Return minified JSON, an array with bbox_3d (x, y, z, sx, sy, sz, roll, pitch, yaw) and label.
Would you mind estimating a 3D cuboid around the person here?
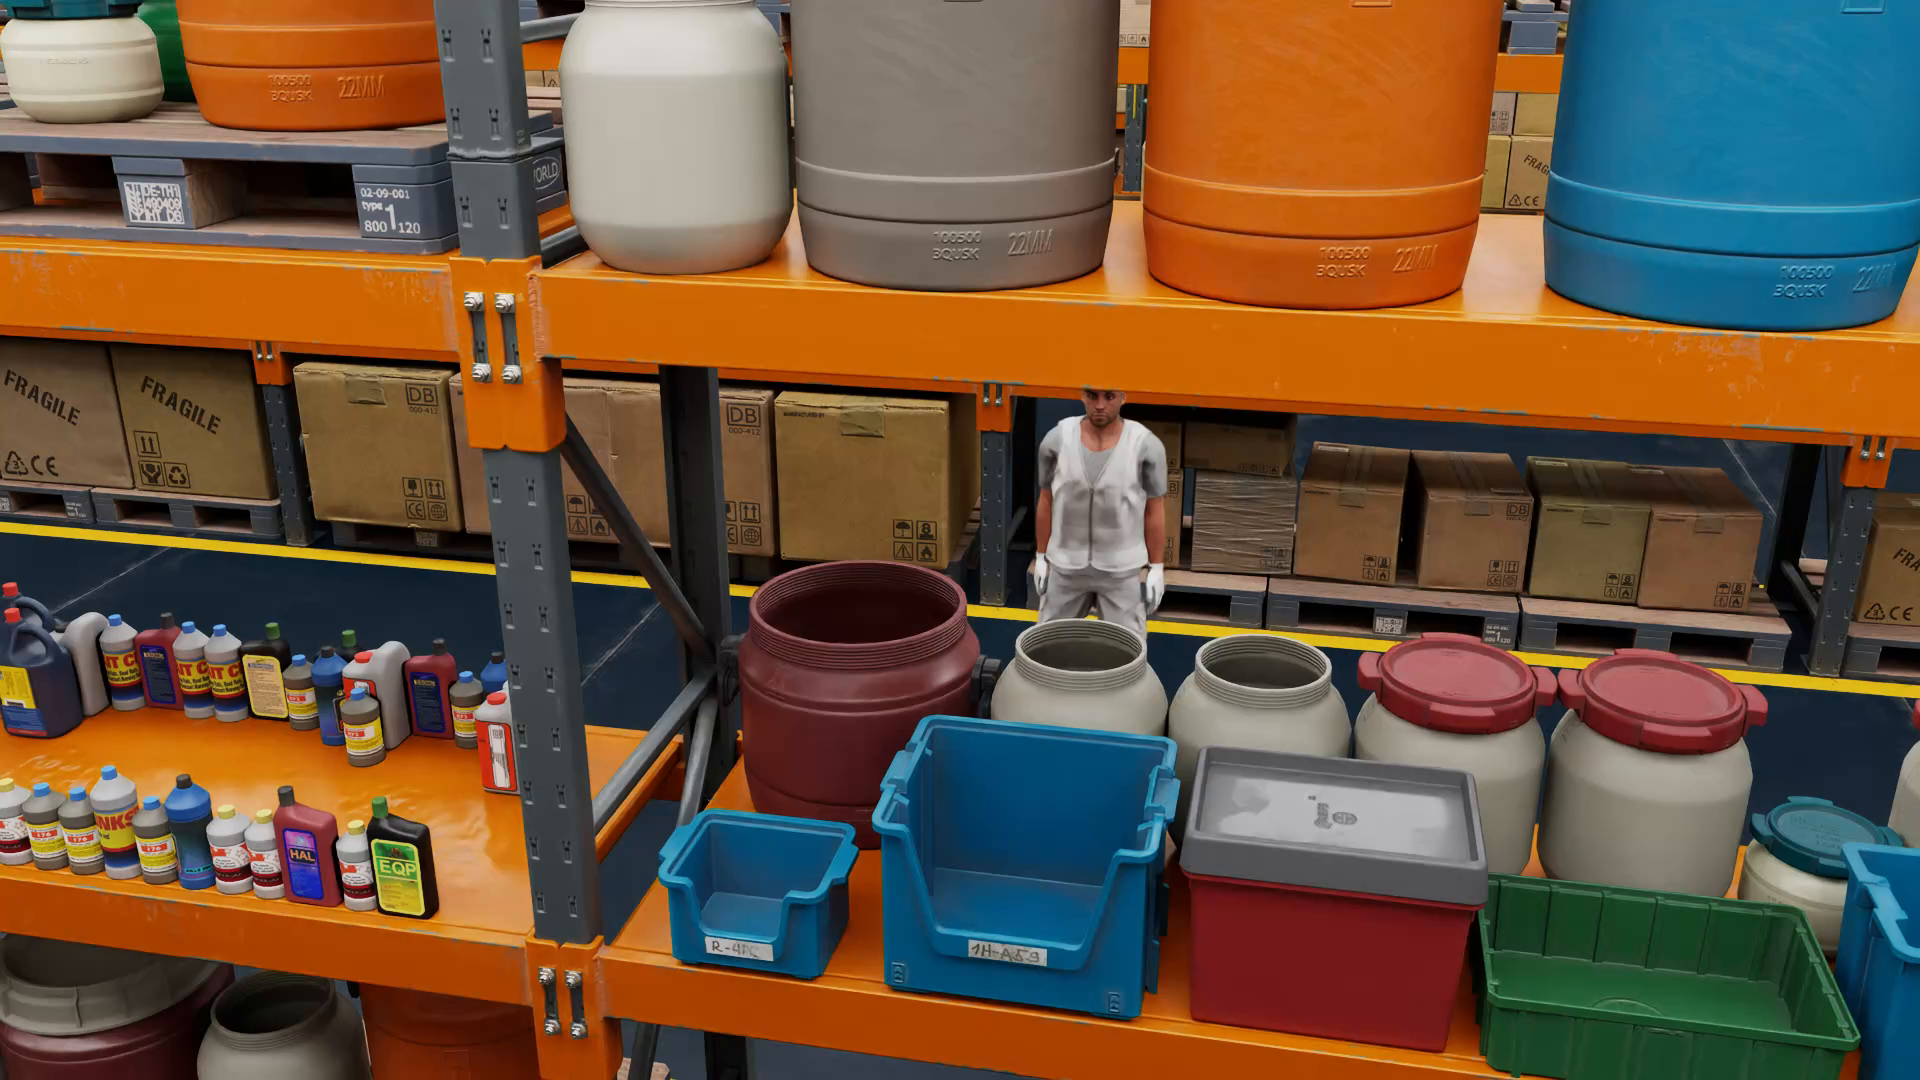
[{"bbox_3d":[0.554,0.142,6.713,0.541,1.812,0.482,5,22,13],"label":"person"}]
